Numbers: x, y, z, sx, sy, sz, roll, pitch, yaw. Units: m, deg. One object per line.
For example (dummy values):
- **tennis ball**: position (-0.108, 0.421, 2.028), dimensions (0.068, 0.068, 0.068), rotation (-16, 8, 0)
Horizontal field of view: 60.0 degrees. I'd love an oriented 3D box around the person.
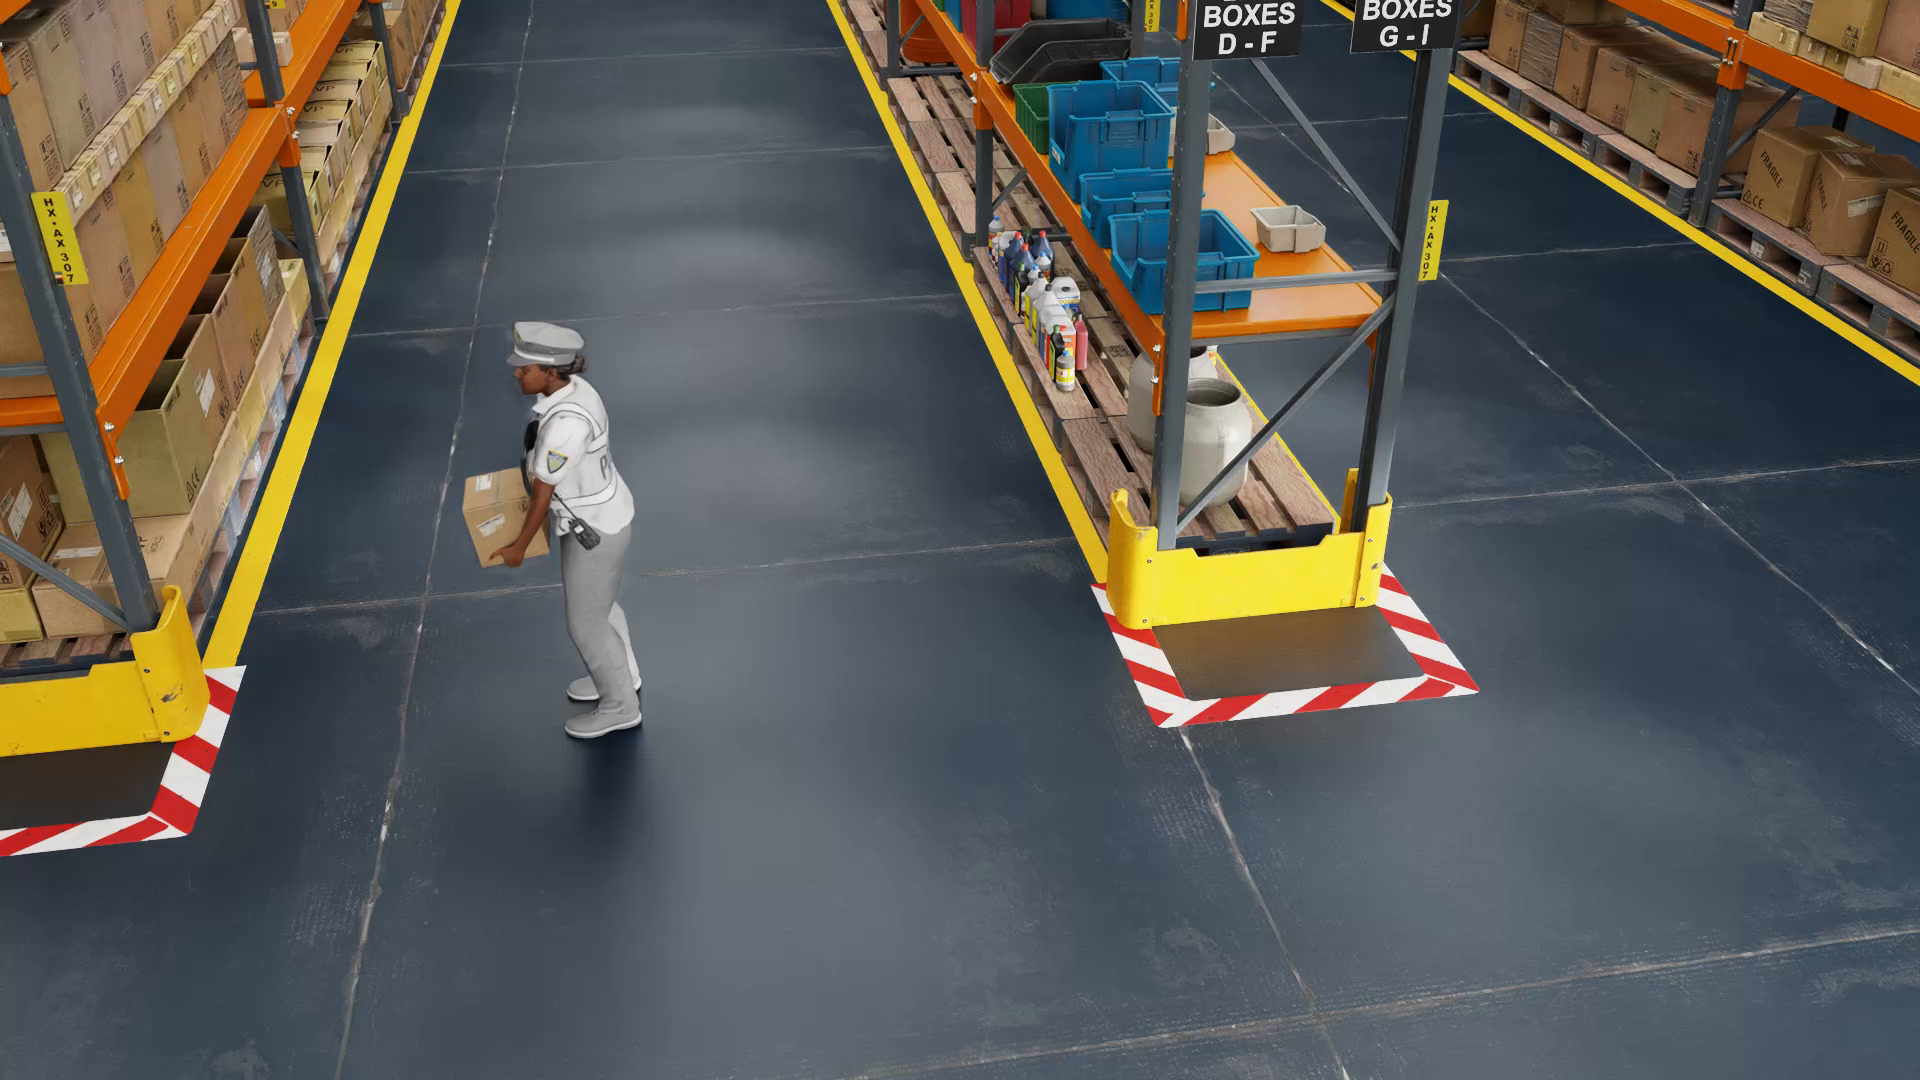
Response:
- **person**: position (-1.475, -0.033, 6.182), dimensions (0.537, 1.677, 0.416), rotation (-6, 31, -10)
